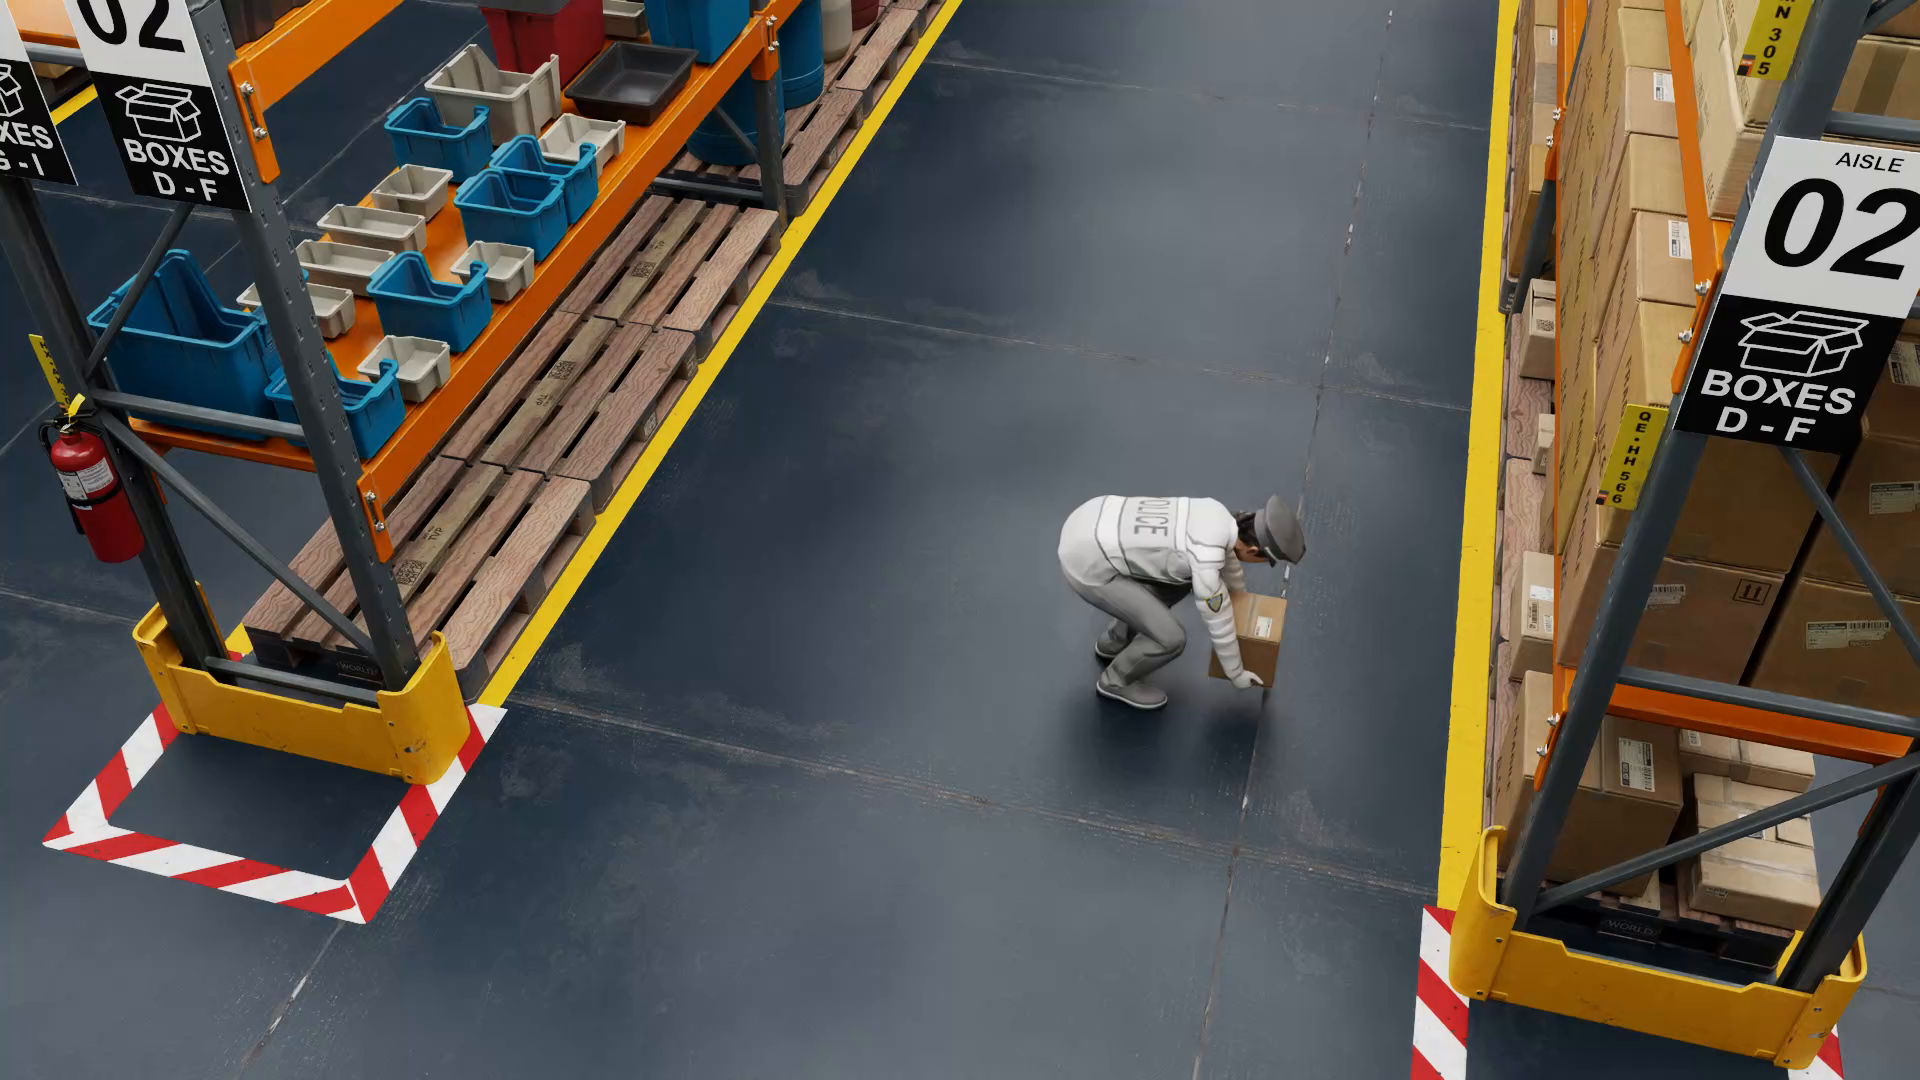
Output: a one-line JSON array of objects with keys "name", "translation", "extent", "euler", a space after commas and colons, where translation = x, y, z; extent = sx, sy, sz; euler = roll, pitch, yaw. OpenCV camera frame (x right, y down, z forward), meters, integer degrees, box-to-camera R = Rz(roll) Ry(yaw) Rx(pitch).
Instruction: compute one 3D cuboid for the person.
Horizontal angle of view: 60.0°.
[{"name": "person", "translation": [0.834, 0.207, 6.436], "extent": [0.917, 0.991, 0.460], "euler": [8, 42, 9]}]
